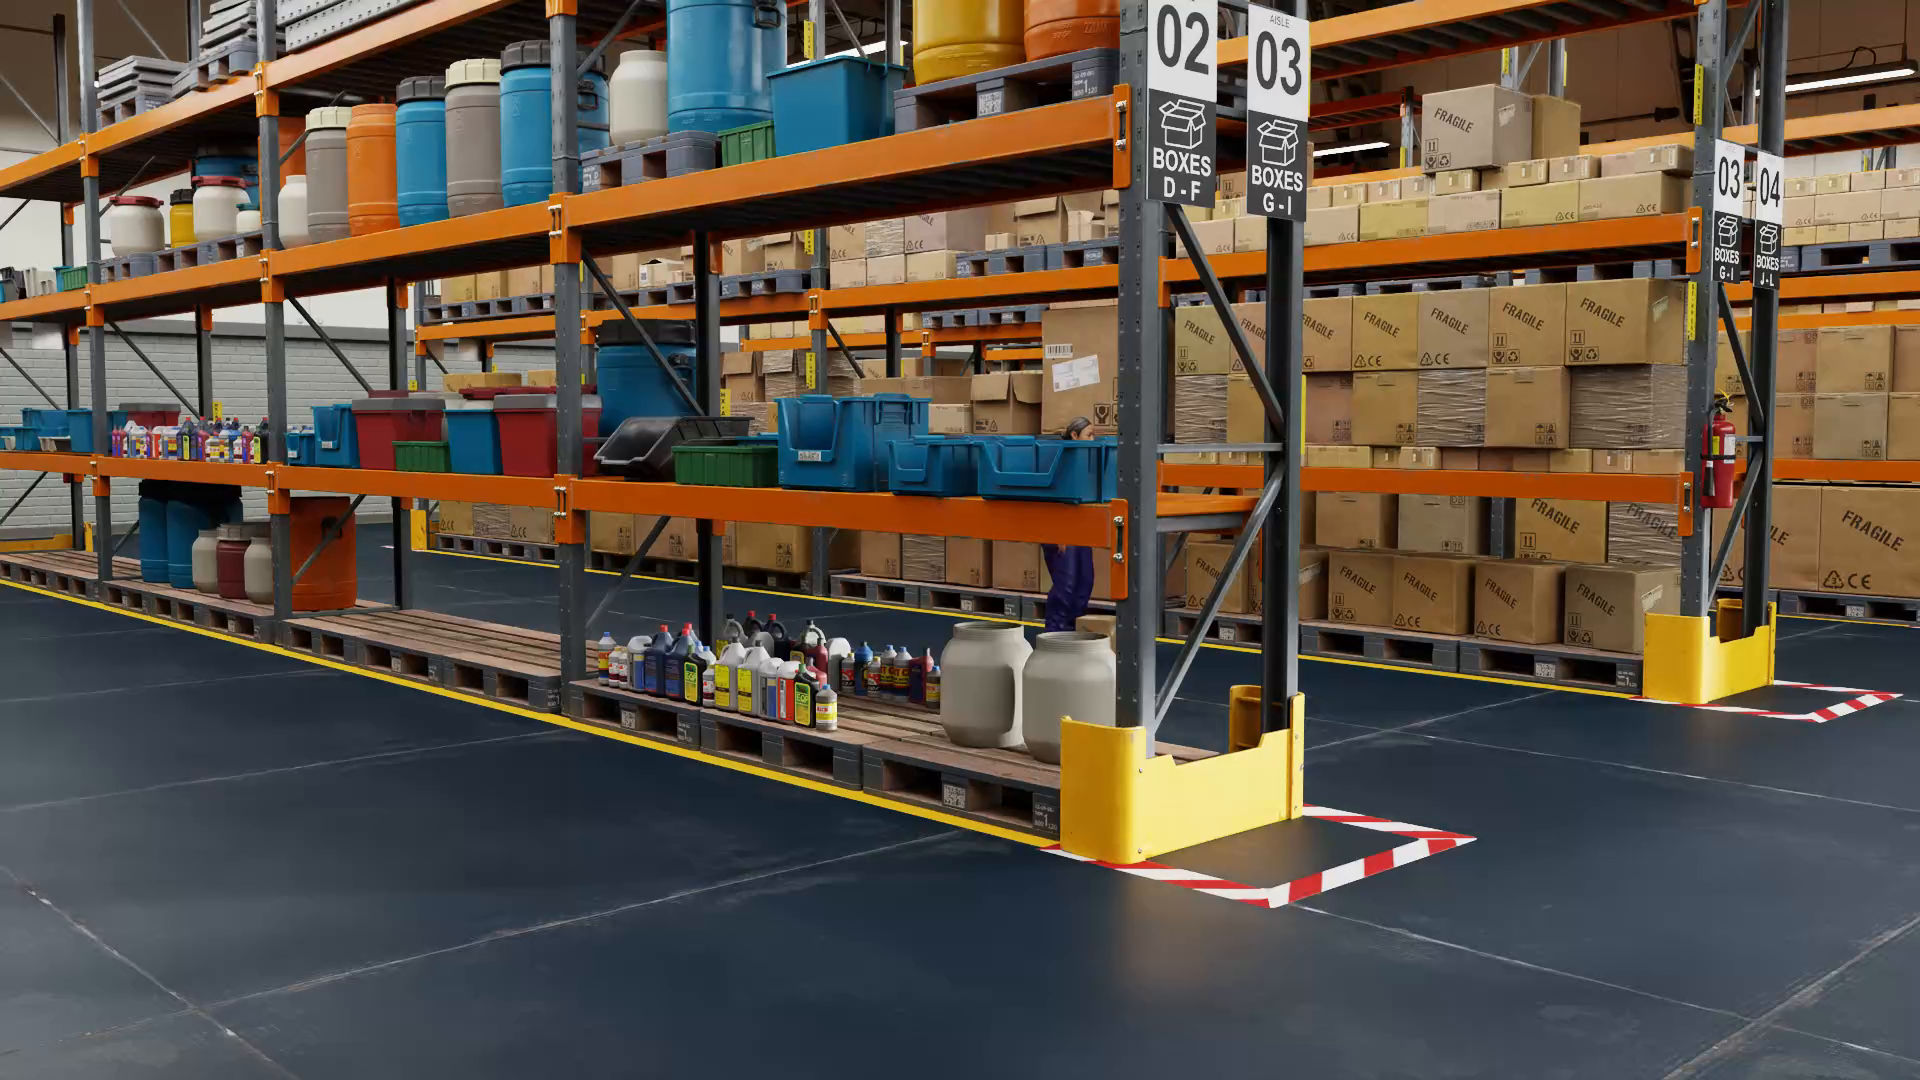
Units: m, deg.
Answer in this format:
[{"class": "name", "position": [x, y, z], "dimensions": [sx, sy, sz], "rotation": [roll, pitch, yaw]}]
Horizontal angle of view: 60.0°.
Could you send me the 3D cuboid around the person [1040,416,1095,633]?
[{"class": "person", "position": [0.766, -0.042, 11.697], "dimensions": [0.375, 1.651, 0.557], "rotation": [2, 5, 27]}]
